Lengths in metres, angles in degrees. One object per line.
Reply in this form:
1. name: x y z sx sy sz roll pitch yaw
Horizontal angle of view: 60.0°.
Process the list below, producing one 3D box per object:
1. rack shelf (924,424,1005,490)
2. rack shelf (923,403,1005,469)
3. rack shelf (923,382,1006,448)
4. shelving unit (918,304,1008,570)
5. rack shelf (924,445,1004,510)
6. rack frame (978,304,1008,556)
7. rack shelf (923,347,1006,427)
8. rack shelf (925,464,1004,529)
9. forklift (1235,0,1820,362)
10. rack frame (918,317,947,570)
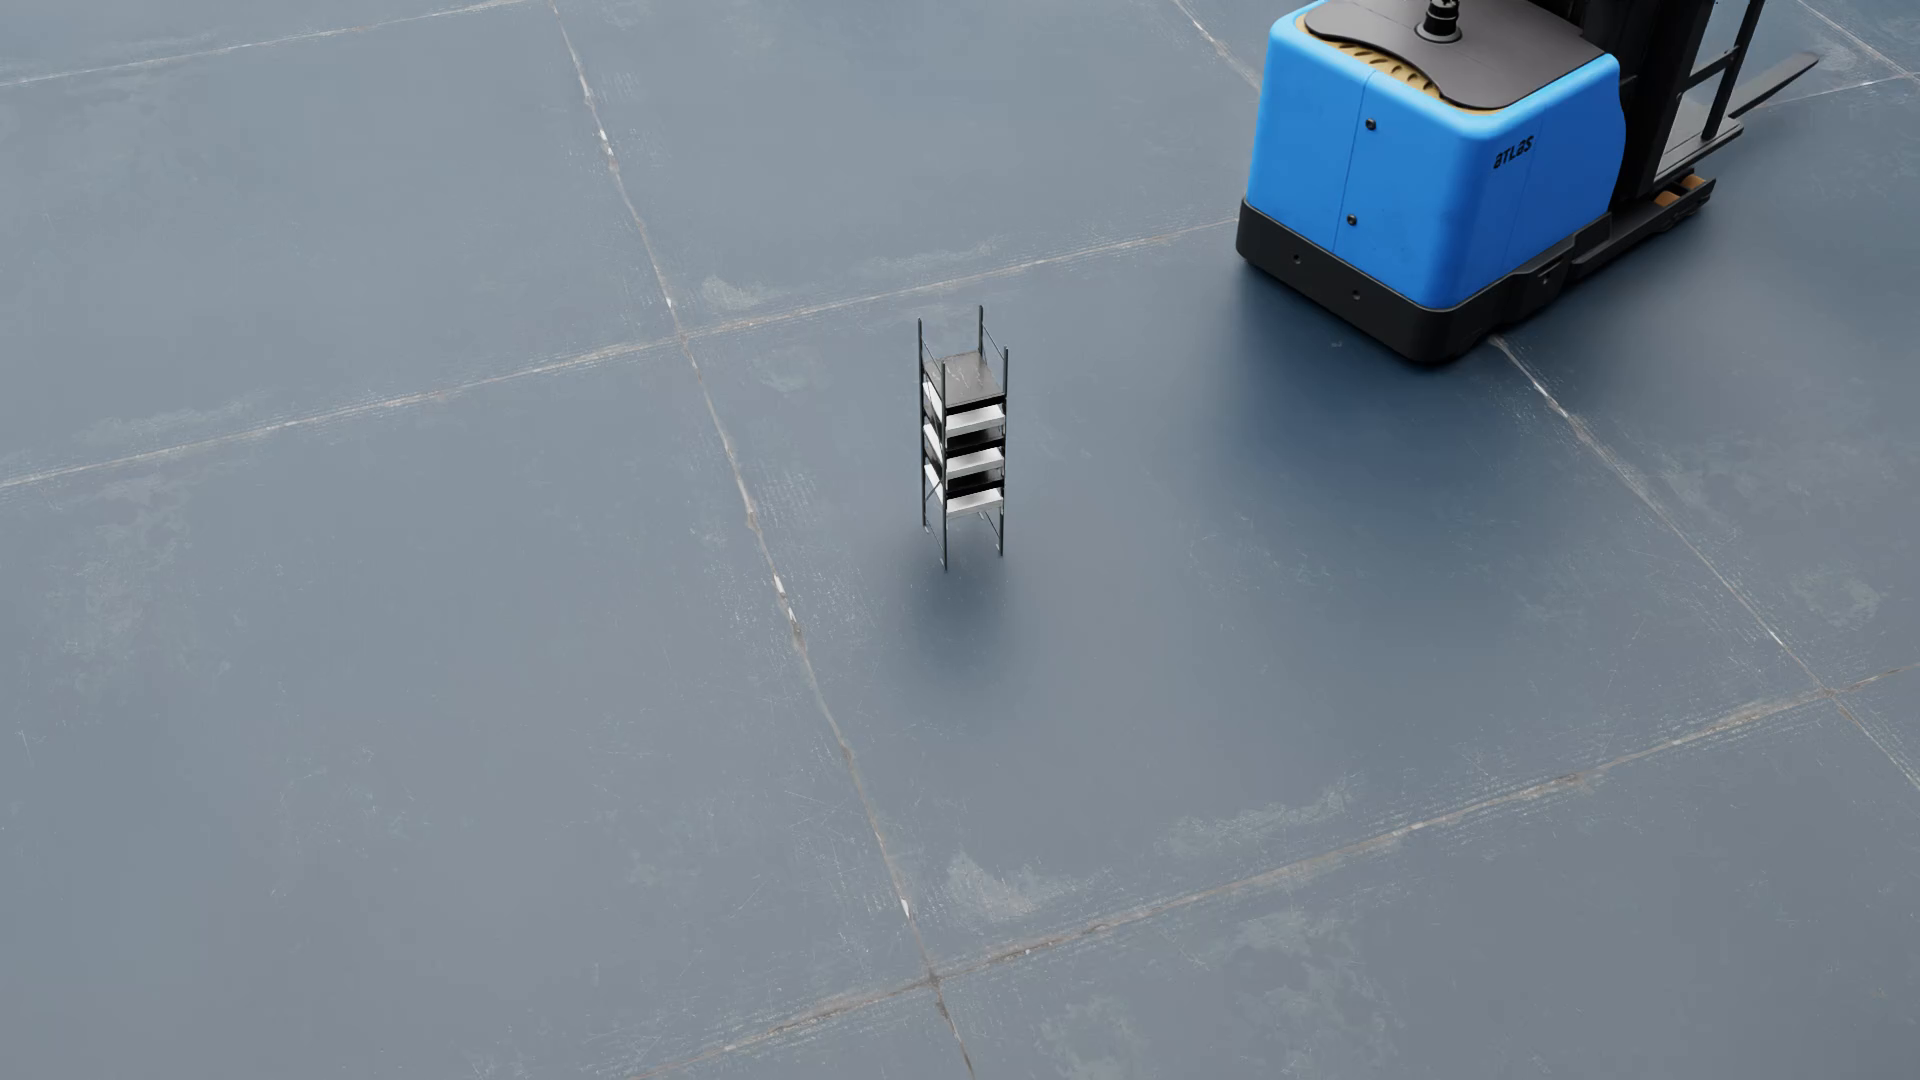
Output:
1. rack shelf: 0.008 -0.296 5.457 0.200 0.077 0.258 -14 47 -14
2. rack shelf: 0.008 -0.360 5.393 0.200 0.077 0.258 -14 47 -14
3. rack shelf: 0.008 -0.423 5.329 0.200 0.077 0.258 -14 47 -14
4. shelving unit: 0.008 -0.320 5.433 0.210 0.900 0.258 -14 47 -14
5. rack shelf: 0.008 -0.233 5.521 0.200 0.077 0.258 -14 47 -14
6. rack frame: 0.103 -0.344 5.458 0.006 0.900 0.240 -14 47 -14
7. rack shelf: 0.008 -0.487 5.266 0.200 0.077 0.258 -14 47 -14
8. rack shelf: 0.008 -0.169 5.584 0.200 0.077 0.258 -14 47 -14
9. forklift: 2.589 -2.602 6.274 3.031 2.935 1.130 -31 53 -27
10. rack frame: -0.088 -0.295 5.409 0.006 0.900 0.240 -14 47 -14
